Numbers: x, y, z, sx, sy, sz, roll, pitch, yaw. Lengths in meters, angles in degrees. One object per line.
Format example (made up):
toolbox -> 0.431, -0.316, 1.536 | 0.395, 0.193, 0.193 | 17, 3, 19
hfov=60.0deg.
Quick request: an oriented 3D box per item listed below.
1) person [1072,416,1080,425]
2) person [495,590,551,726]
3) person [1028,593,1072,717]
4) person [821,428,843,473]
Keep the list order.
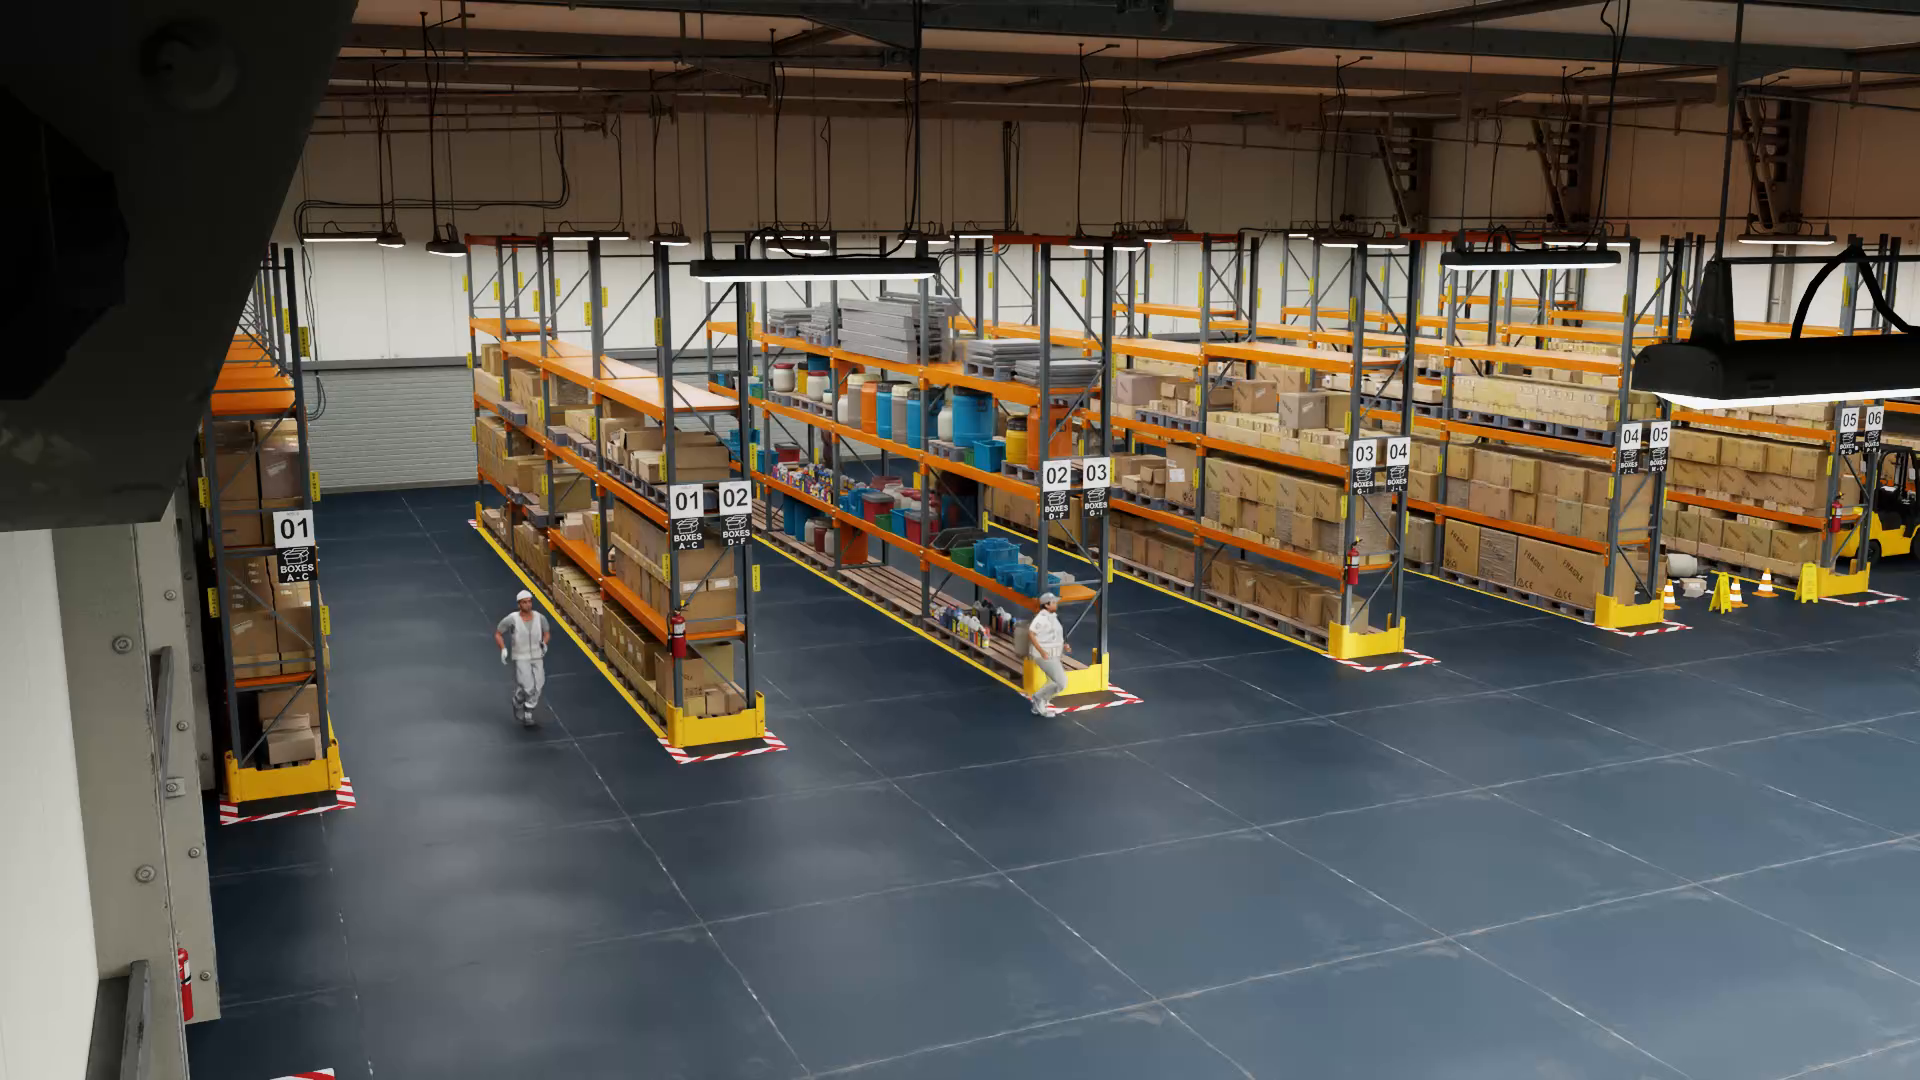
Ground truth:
person -> 2.526, -2.284, 40.259 | 0.753, 1.752, 0.902 | 7, 13, 31
person -> -5.388, 1.495, 20.784 | 0.656, 1.738, 0.586 | -8, 14, -36
person -> 1.169, 1.481, 21.252 | 0.491, 1.630, 0.616 | 3, 11, 17
person -> -3.134, -2.071, 39.345 | 0.812, 1.737, 0.726 | -3, 11, -17
